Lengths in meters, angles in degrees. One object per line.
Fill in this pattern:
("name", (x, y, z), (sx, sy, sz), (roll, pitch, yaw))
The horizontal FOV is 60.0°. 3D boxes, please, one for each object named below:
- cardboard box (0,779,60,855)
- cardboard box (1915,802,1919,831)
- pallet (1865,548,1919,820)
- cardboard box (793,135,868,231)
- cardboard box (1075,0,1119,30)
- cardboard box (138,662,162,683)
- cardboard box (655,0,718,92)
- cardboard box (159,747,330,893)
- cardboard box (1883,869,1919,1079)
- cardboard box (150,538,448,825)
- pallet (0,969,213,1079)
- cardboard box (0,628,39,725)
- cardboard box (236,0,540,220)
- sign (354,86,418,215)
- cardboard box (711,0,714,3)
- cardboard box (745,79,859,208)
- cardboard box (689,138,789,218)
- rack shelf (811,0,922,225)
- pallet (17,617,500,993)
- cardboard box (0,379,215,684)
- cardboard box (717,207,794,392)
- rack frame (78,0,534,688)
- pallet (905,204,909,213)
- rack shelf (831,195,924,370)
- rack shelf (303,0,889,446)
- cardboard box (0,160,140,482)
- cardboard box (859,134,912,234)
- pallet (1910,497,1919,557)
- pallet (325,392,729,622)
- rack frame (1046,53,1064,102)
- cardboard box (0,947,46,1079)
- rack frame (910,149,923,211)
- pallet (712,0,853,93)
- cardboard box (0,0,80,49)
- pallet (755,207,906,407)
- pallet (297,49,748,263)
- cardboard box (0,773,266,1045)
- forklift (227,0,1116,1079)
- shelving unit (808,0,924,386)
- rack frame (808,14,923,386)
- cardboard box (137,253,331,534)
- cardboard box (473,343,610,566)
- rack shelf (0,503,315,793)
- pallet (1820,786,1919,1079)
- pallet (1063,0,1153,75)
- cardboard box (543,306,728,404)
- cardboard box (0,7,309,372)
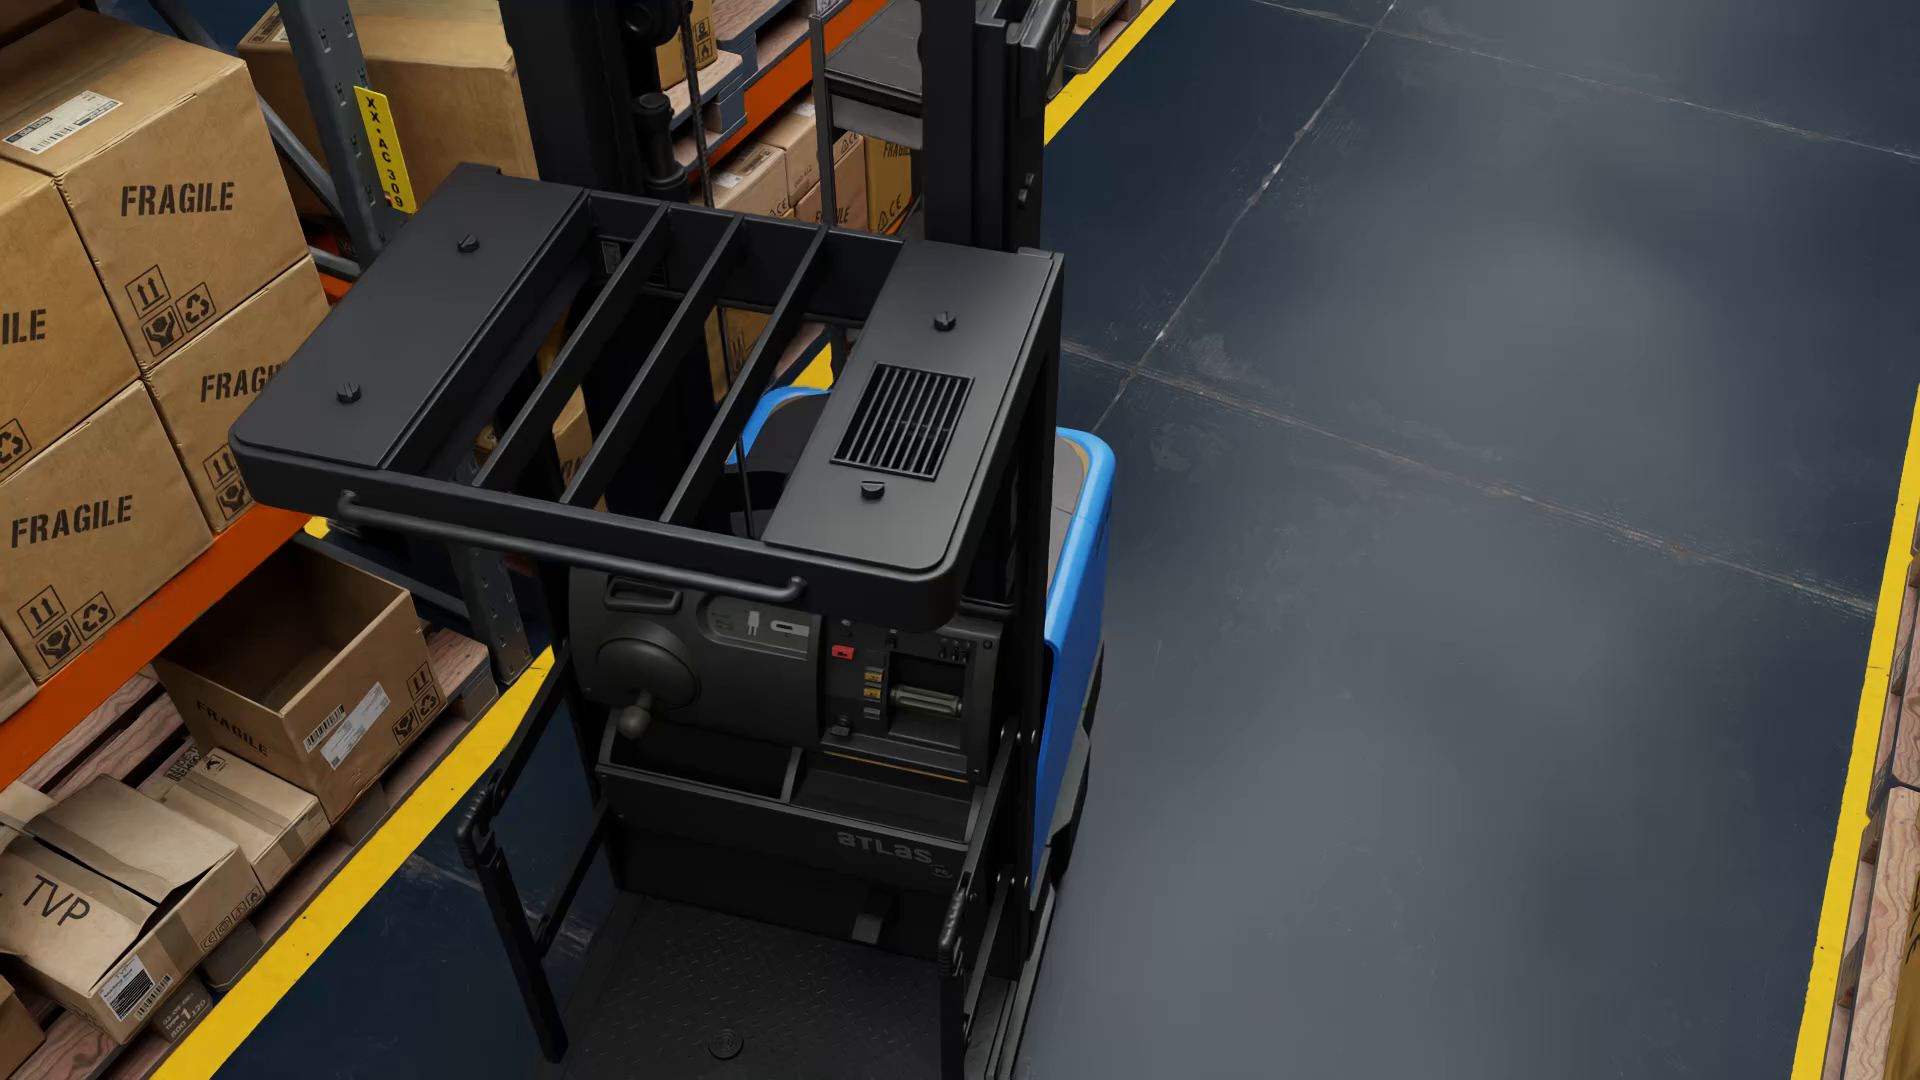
("cardboard box", (-2.624, 0.794, 4.539), (0.380, 0.166, 0.250), (20, 49, 19))
("cardboard box", (3.141, 0.439, 4.423), (0.750, 0.750, 0.750), (22, 49, 20))
("pallet", (3.401, 0.542, 5.066), (1.003, 0.211, 1.213), (20, 49, 19))
("cardboard box", (-0.693, -1.260, 6.334), (0.500, 0.500, 0.500), (19, 48, 18))
("cardboard box", (0.515, -2.723, 7.970), (0.500, 0.250, 0.500), (20, 49, 19))
("cardboard box", (-2.231, 0.195, 5.030), (0.500, 0.311, 0.500), (20, 49, 19))
("cardboard box", (-1.164, -1.650, 4.907), (0.700, 0.500, 0.500), (28, 52, 25))
("cardboard box", (-1.979, 0.767, 4.578), (0.380, 0.149, 0.250), (20, 49, 19))
("cardboard box", (2.731, 1.000, 3.869), (0.750, 0.750, 0.750), (21, 49, 19))
("cardboard box", (-1.858, 0.388, 4.706), (0.500, 0.500, 0.500), (20, 49, 19))
("pallet", (-2.730, 1.395, 4.223), (1.003, 0.211, 1.213), (20, 49, 19))
("cardboard box", (-2.324, 0.225, 3.348), (0.500, 0.500, 0.500), (22, 49, 20))
("cardboard box", (-1.427, -1.196, 4.458), (0.700, 0.500, 0.500), (6, 46, 6))
("sign", (-1.361, -0.919, 3.941), (0.100, 0.325, 0.005), (20, 49, 19))
("cardboard box", (-1.079, -2.105, 5.356), (0.700, 0.500, 0.500), (9, 46, 9))
("cardboard box", (-0.708, -1.499, 6.043), (0.500, 0.250, 0.500), (20, 49, 18))
("cardboard box", (-0.940, -1.183, 5.731), (0.500, 0.250, 0.500), (21, 49, 19))
("rack shelf", (-0.077, -1.116, 4.412), (0.431, 0.518, 0.480), (20, 49, 19))
("pallet", (-2.164, 0.624, 4.985), (1.003, 0.211, 1.213), (20, 49, 19))
("cardboard box", (-2.088, -0.099, 3.669), (0.500, 0.500, 0.500), (22, 49, 20))
("cardboard box", (-0.928, -0.941, 6.019), (0.500, 0.500, 0.500), (21, 49, 20))
("rack frame", (-1.845, -0.789, 4.421), (1.000, 3.000, 0.127), (20, 49, 19))
("pallet", (-0.368, -1.871, 7.451), (1.003, 0.211, 1.213), (20, 49, 19))
("rack shelf", (-0.077, -0.624, 4.910), (0.431, 0.518, 0.480), (20, 49, 19))
("rack shelf", (-0.916, -1.796, 5.922), (1.077, 0.370, 4.000), (20, 49, 19))
("cardboard box", (-2.086, -0.448, 3.310), (0.500, 0.500, 0.500), (20, 49, 18))
("cardboard box", (-0.455, -1.592, 6.663), (0.500, 0.500, 0.500), (19, 48, 18))
("pallet", (3.969, -0.224, 5.823), (1.003, 0.211, 1.213), (20, 49, 19))
("pallet", (-1.501, -0.334, 5.931), (1.003, 0.211, 1.213), (20, 49, 19))
("rack frame", (0.012, -3.309, 6.911), (1.000, 3.000, 0.127), (20, 49, 19))
("cardboard box", (-2.712, 1.119, 3.981), (0.797, 0.503, 0.637), (20, 49, 19))
("rack frame", (0.036, -0.788, 5.052), (0.400, 2.100, 0.015), (20, 49, 19))
("pallet", (-0.887, -2.015, 5.767), (1.003, 0.211, 1.213), (20, 49, 19))
("cardboard box", (-2.313, -0.972, 3.828), (0.500, 0.500, 0.500), (22, 49, 20))
("pallet", (-0.936, -1.105, 6.694), (1.003, 0.211, 1.213), (20, 49, 19))
("pallet", (-1.377, -1.189, 4.951), (1.003, 0.211, 1.213), (20, 49, 19))
("cardboard box", (-2.206, 0.927, 4.306), (0.500, 0.311, 0.500), (20, 49, 19))
("forklift", (-0.429, 0.367, 3.326), (1.130, 2.935, 3.031), (10, 46, 10))
("shelving unit", (-0.077, -0.634, 4.900), (0.431, 2.100, 0.503), (20, 49, 19))
("rack frame", (-0.190, -0.480, 4.748), (0.400, 2.100, 0.015), (20, 49, 19))
("cardboard box", (-1.850, -0.424, 3.990), (0.500, 0.500, 0.500), (21, 49, 20))
("cardboard box", (-1.404, -0.289, 5.375), (0.500, 0.500, 0.500), (18, 48, 17))
("rack shelf", (-2.773, 0.724, 3.431), (1.077, 0.370, 4.000), (20, 49, 19))
("pallet", (2.836, 1.313, 4.303), (1.003, 0.211, 1.213), (20, 49, 19))
("pallet", (0.429, -2.834, 8.403), (1.003, 0.211, 1.213), (20, 49, 19))
("cardboard box", (-1.167, -0.629, 5.711), (0.500, 0.500, 0.500), (21, 49, 20))
("cardboard box", (-1.850, -0.772, 3.630), (0.500, 0.500, 0.500), (21, 49, 19))
